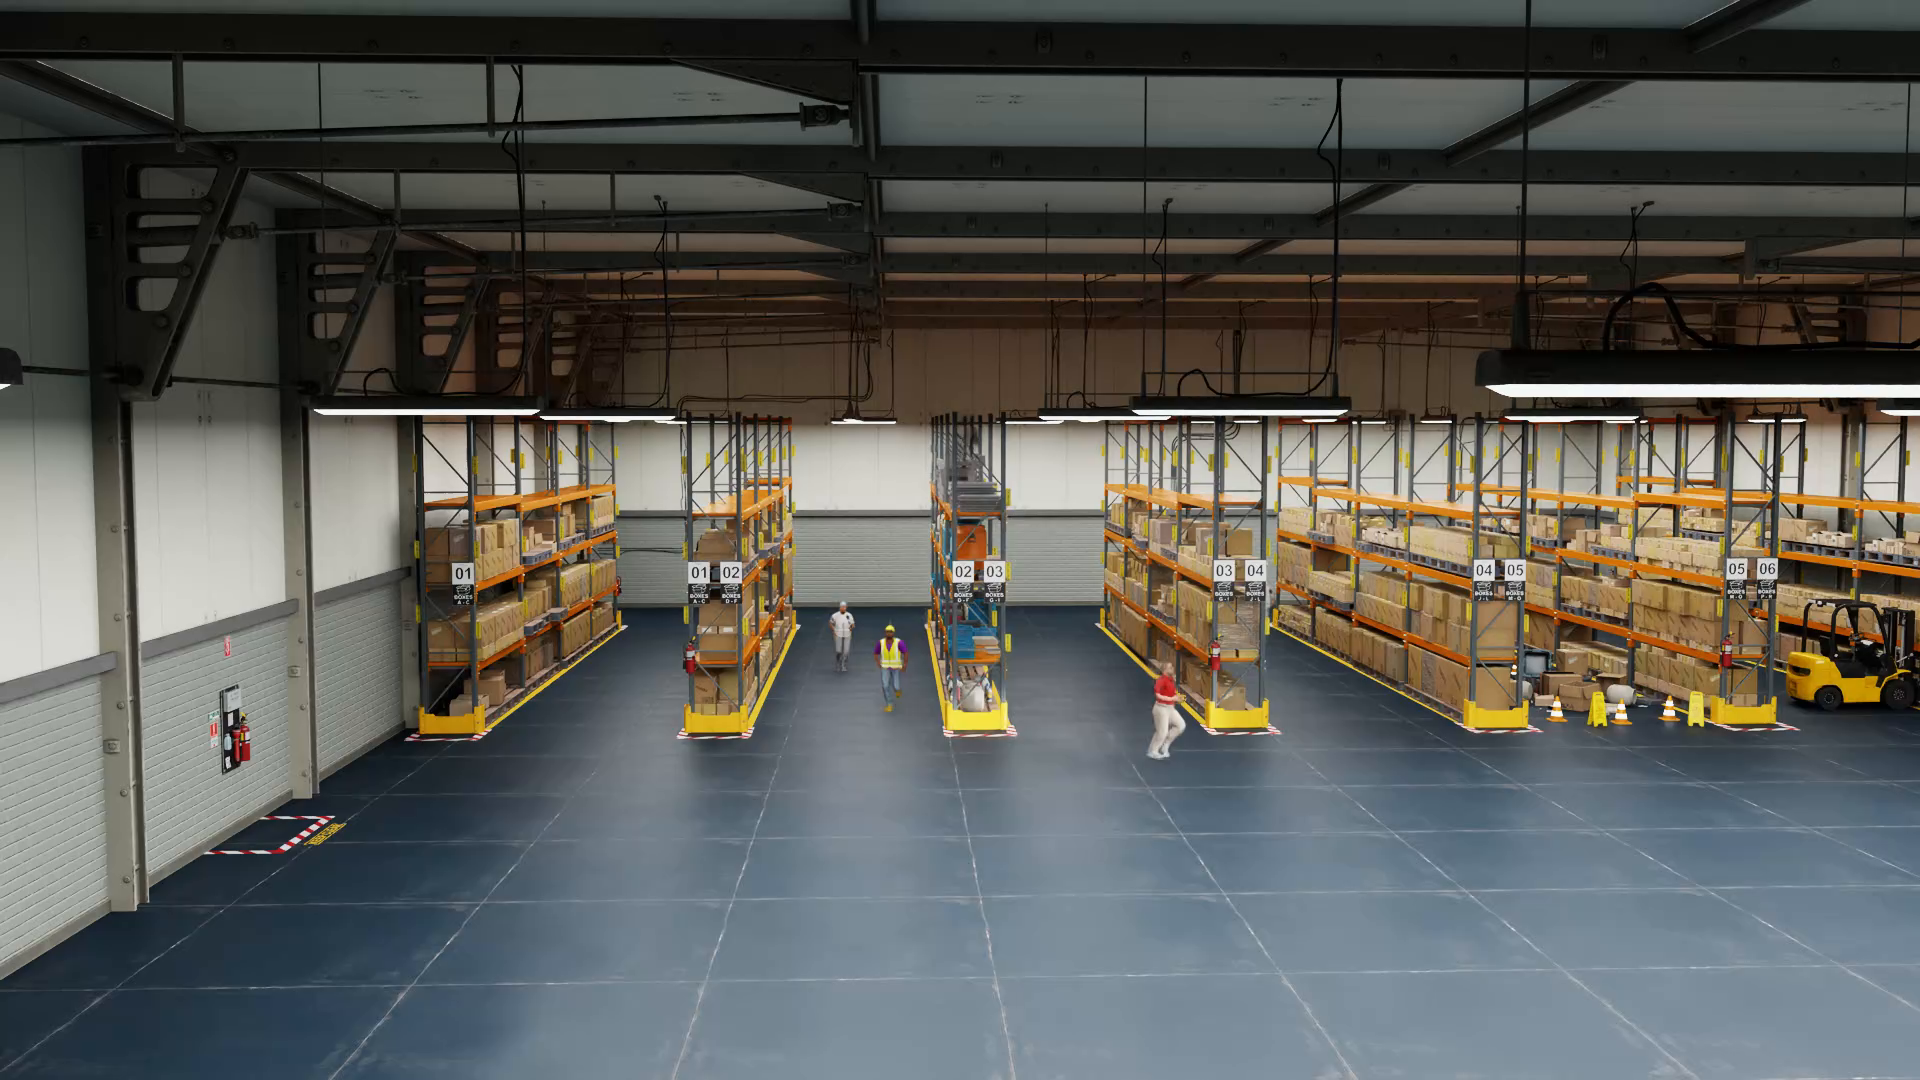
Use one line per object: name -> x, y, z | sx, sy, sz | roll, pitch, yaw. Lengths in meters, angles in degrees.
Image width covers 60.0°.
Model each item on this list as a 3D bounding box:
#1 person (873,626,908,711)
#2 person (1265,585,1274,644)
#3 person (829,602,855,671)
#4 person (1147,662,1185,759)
person -> -1.408, 2.583, 33.720 | 0.720, 1.707, 0.661 | 0, 4, 2
person -> 8.034, 1.830, 44.270 | 0.663, 1.823, 0.901 | 0, 4, 3
person -> -2.733, 2.262, 38.806 | 0.594, 1.624, 0.548 | -1, 4, -11
person -> 3.529, 2.929, 28.510 | 0.696, 1.691, 0.656 | 2, 5, 30
